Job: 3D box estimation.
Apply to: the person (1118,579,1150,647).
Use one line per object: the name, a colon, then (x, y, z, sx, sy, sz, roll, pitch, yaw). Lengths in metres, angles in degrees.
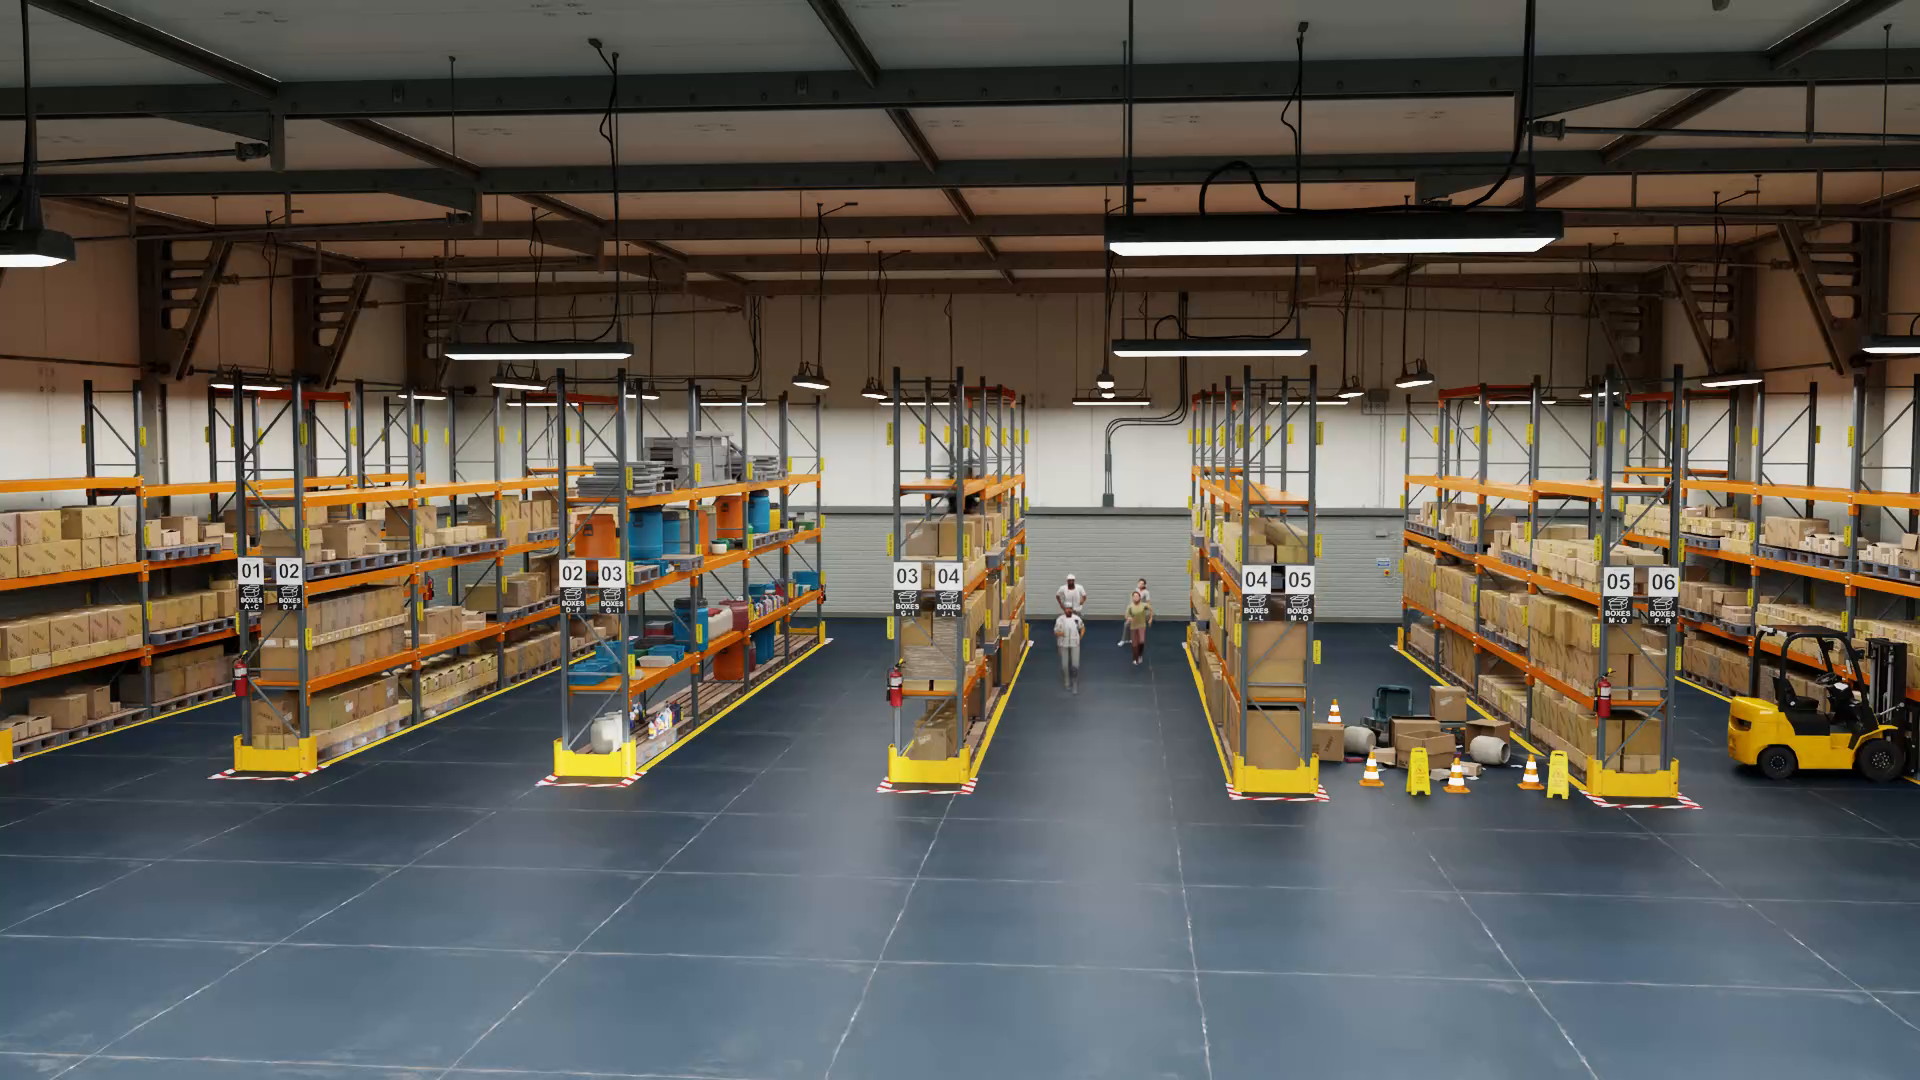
person: (4.235, 1.718, 39.780, 0.723, 1.630, 0.725, 2, 4, 27)

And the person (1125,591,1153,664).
person: (3.887, 1.927, 36.171, 0.600, 1.613, 0.749, 1, 4, 12)

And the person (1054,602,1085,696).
person: (2.026, 2.014, 30.663, 0.587, 1.732, 0.606, 0, 4, 0)

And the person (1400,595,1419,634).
person: (11.011, 1.640, 40.355, 0.665, 1.779, 0.722, 1, 4, 20)

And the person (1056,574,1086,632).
person: (2.648, 1.677, 39.574, 0.725, 1.757, 0.853, 0, 4, 5)
